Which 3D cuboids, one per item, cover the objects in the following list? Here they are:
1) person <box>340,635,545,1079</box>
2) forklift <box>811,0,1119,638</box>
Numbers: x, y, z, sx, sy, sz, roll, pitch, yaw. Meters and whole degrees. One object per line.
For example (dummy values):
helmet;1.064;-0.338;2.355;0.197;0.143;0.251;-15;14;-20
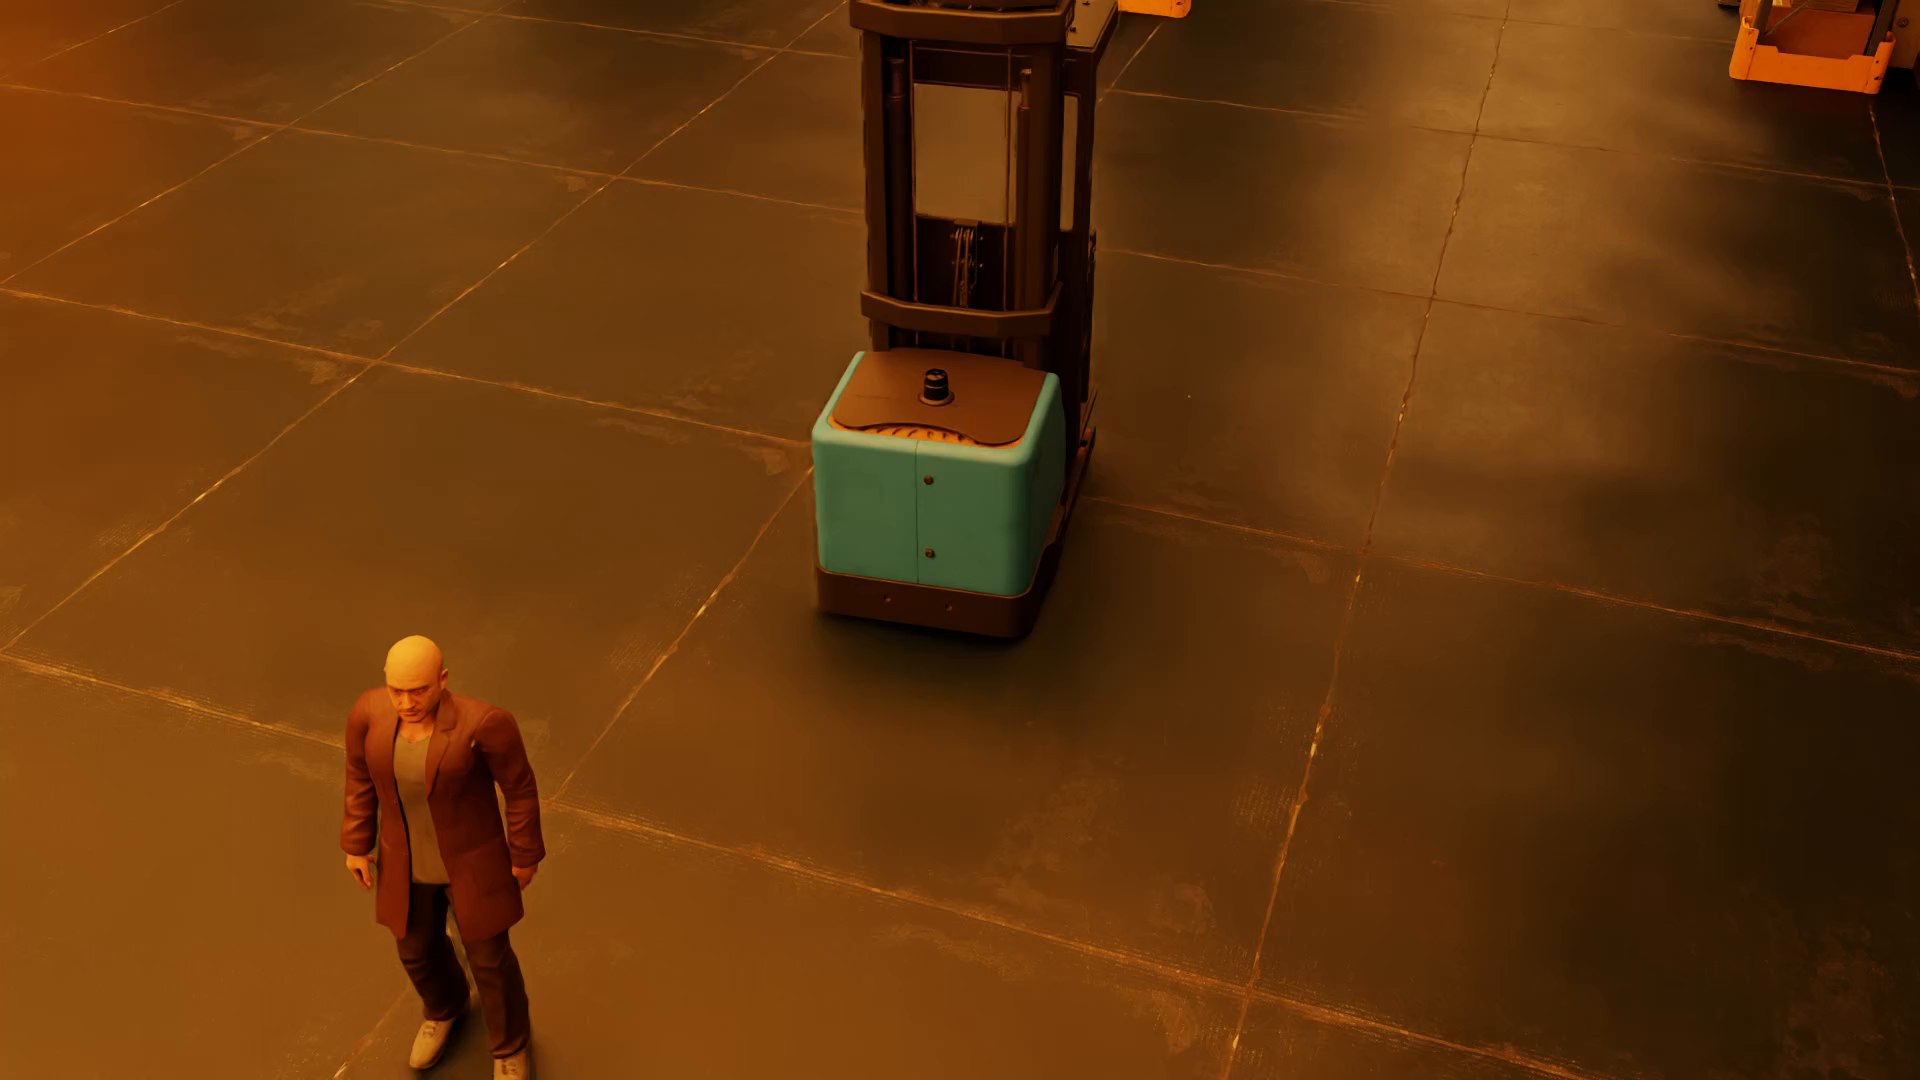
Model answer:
person;-1.748;1.118;5.560;0.681;1.803;0.511;5;36;6
forklift;0.138;-1.582;8.342;1.130;2.935;3.031;8;36;10
